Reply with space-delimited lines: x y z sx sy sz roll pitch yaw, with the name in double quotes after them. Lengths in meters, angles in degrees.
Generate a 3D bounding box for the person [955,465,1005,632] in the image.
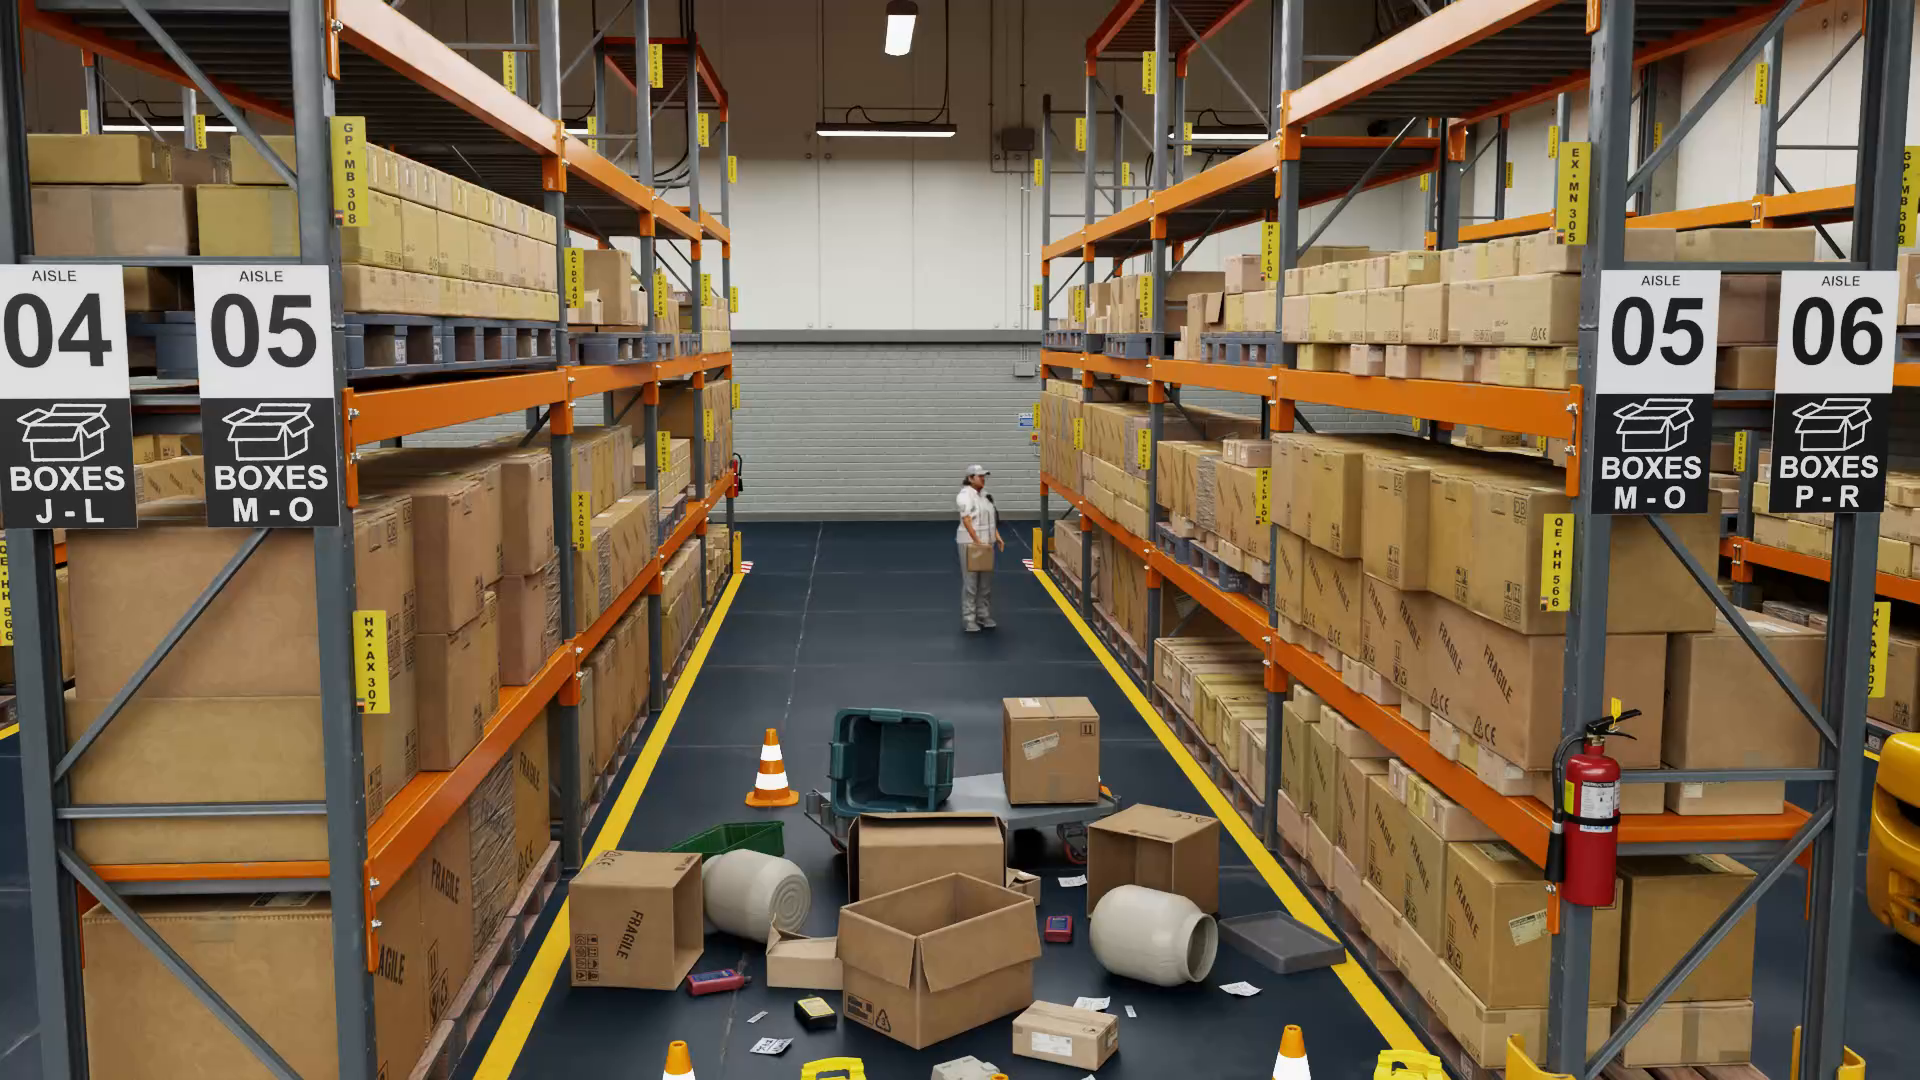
0.178 0.070 17.086 0.460 1.676 0.565 5 9 35 "person"
